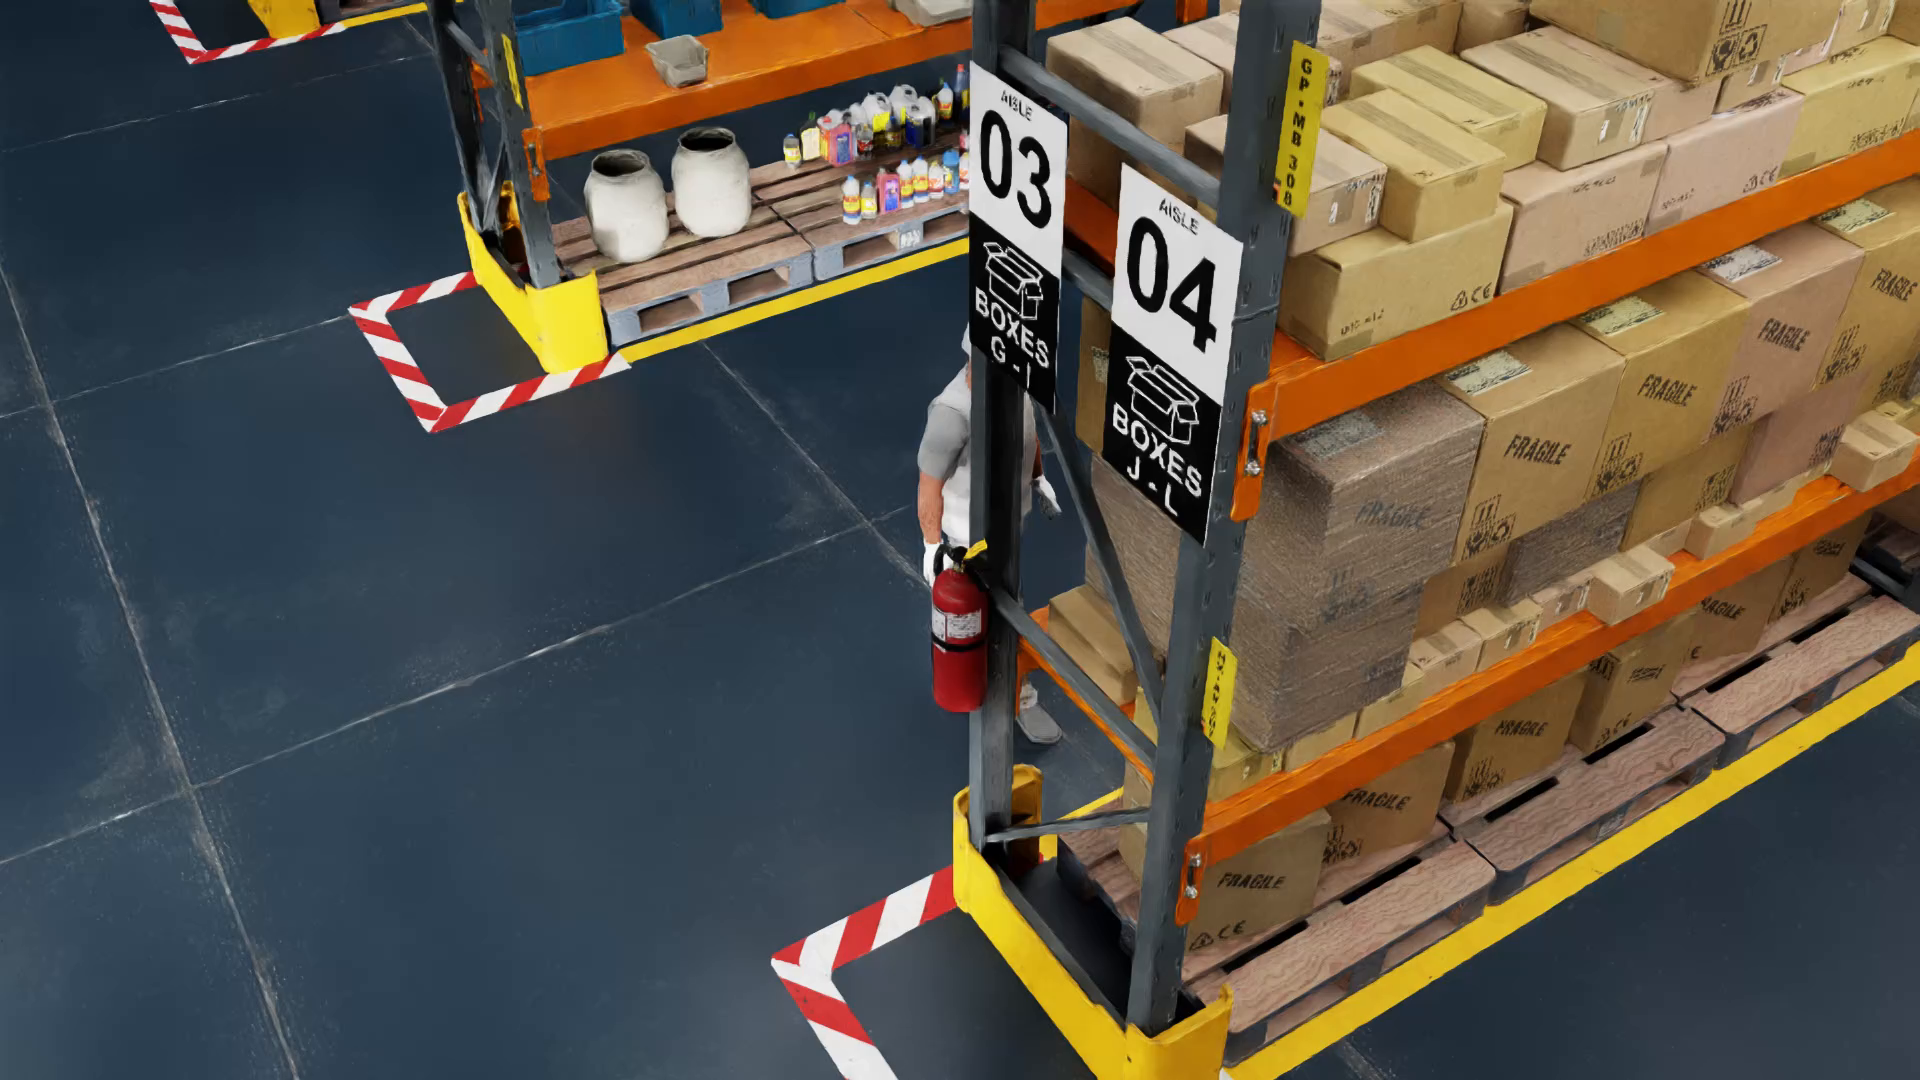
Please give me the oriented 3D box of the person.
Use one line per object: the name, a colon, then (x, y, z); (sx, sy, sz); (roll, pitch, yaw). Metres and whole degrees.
person: (0.200, -0.050, 6.183); (0.615, 1.786, 0.664); (20, 44, 22)
